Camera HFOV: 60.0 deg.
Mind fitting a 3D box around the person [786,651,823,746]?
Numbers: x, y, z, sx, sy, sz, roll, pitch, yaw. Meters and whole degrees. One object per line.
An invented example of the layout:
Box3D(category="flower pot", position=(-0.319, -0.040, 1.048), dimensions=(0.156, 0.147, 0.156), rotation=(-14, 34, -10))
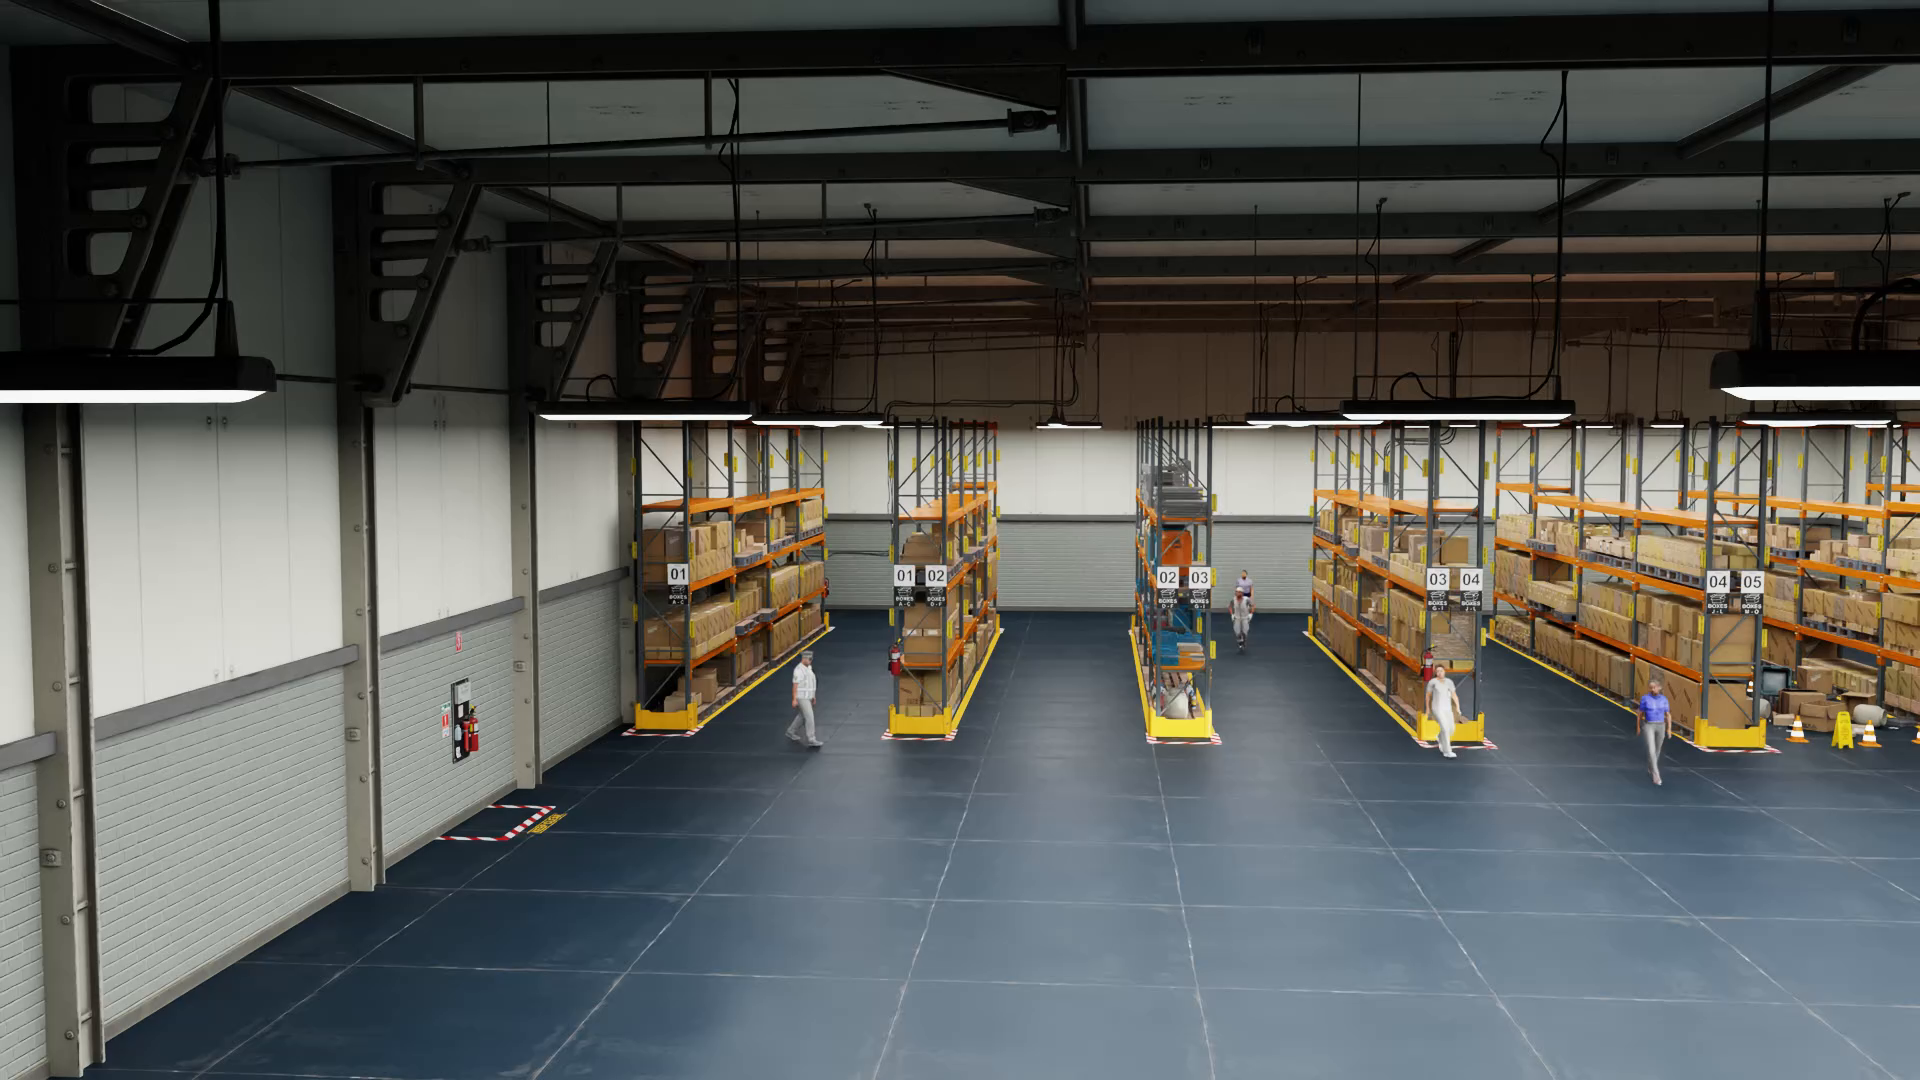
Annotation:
Box3D(category="person", position=(-2.856, 2.880, 30.459), dimensions=(0.905, 1.708, 0.546), rotation=(1, 4, 19))

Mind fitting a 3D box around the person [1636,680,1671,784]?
Box3D(category="person", position=(11.409, 3.108, 27.274), dimensions=(0.476, 1.629, 0.862), rotation=(0, 4, 6))

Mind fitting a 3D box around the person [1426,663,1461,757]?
Box3D(category="person", position=(8.496, 2.985, 29.316), dimensions=(0.514, 1.629, 0.726), rotation=(-1, 4, -12))

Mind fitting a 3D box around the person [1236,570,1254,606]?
Box3D(category="person", position=(8.472, 1.695, 49.422), dimensions=(0.481, 1.572, 1.034), rotation=(0, 4, 1))

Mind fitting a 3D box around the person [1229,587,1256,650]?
Box3D(category="person", position=(7.368, 2.050, 43.446), dimensions=(0.696, 1.688, 0.613), rotation=(1, 4, 12))
